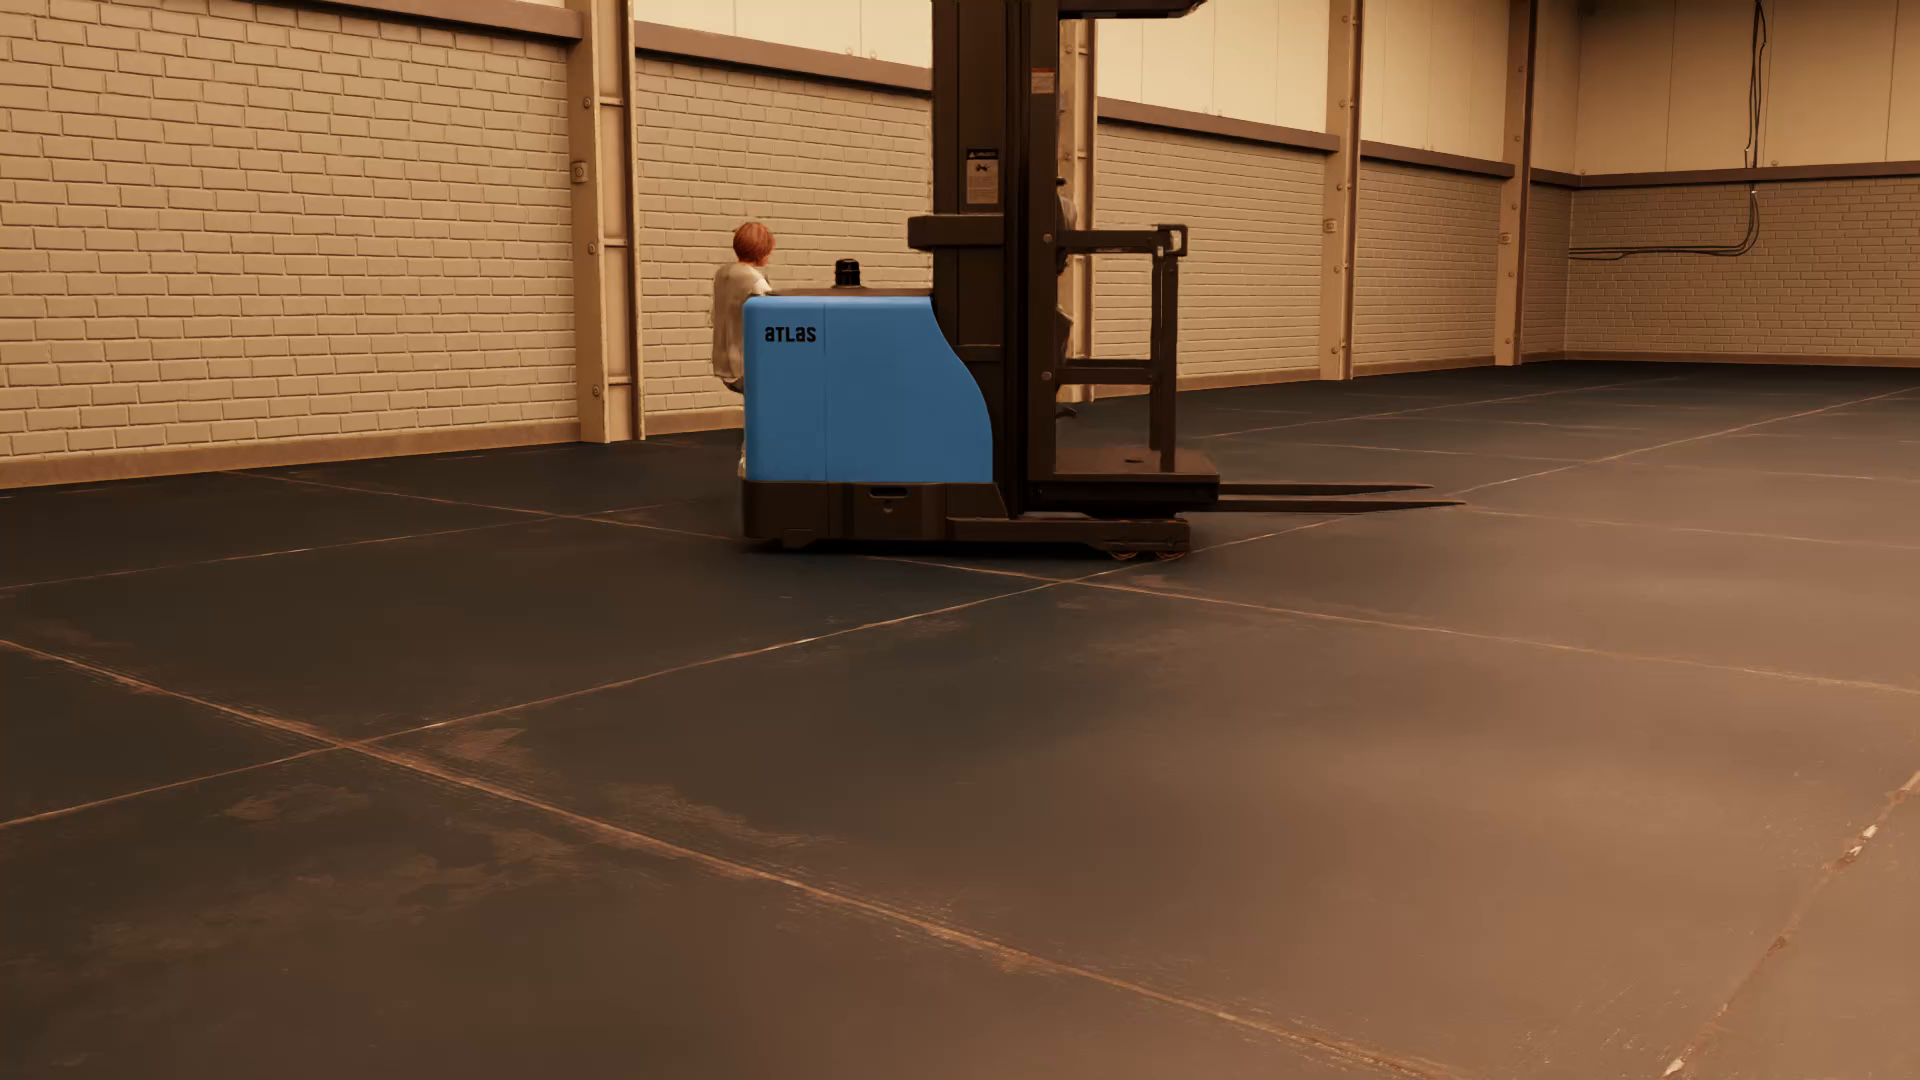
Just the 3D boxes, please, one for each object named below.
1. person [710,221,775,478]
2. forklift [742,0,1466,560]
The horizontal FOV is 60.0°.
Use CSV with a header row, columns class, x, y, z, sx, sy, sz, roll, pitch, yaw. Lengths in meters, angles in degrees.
class,x,y,z,sx,sy,sz,roll,pitch,yaw
person,-1.000,-0.939,8.818,0.571,1.467,0.672,-6,11,-37
forklift,0.619,-1.447,7.170,3.031,2.935,1.130,1,8,4
